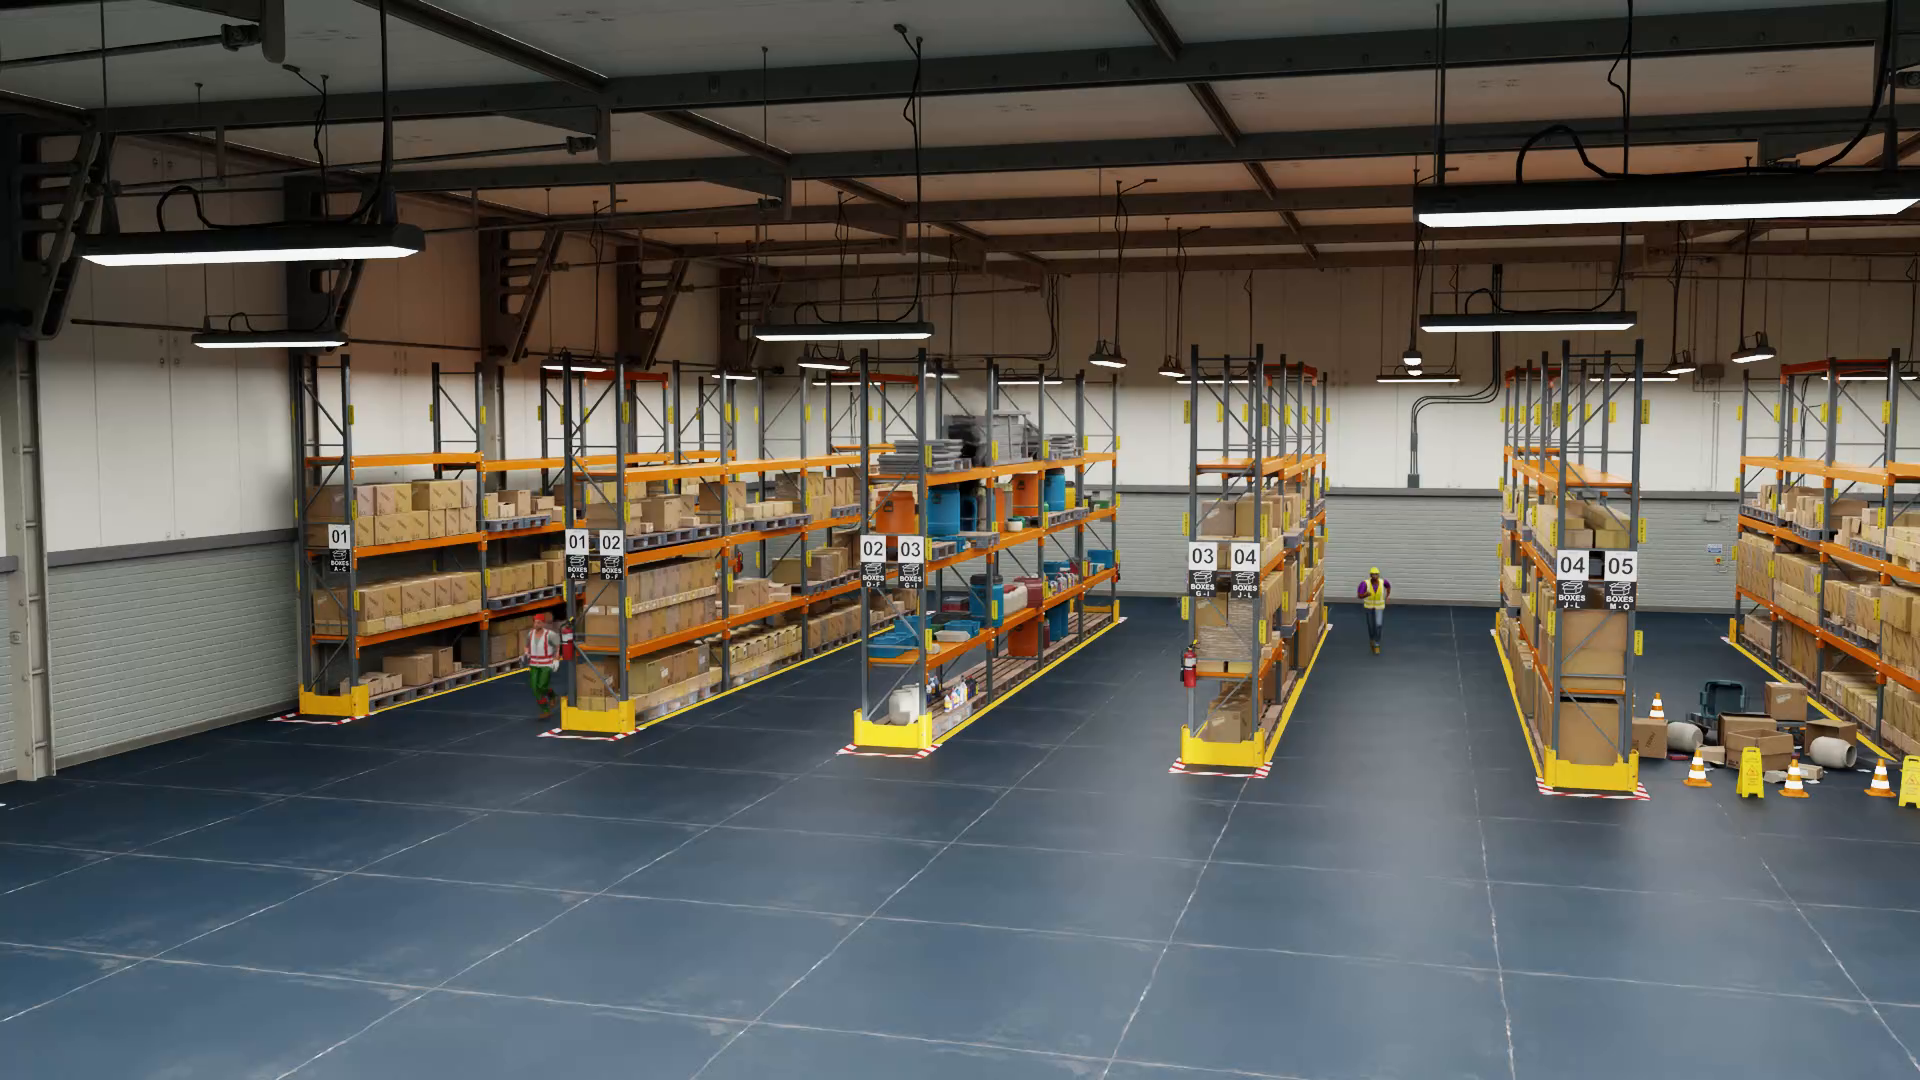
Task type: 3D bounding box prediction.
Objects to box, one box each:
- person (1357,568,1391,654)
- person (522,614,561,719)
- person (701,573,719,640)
[{"bbox_3d":[8.781,1.492,35.290,0.678,1.844,0.864,1,4,15],"label":"person"},{"bbox_3d":[-6.926,2.083,27.471,0.660,1.744,0.614,1,4,15],"label":"person"},{"bbox_3d":[-5.181,1.542,34.486,0.674,1.815,0.703,1,4,12],"label":"person"}]
